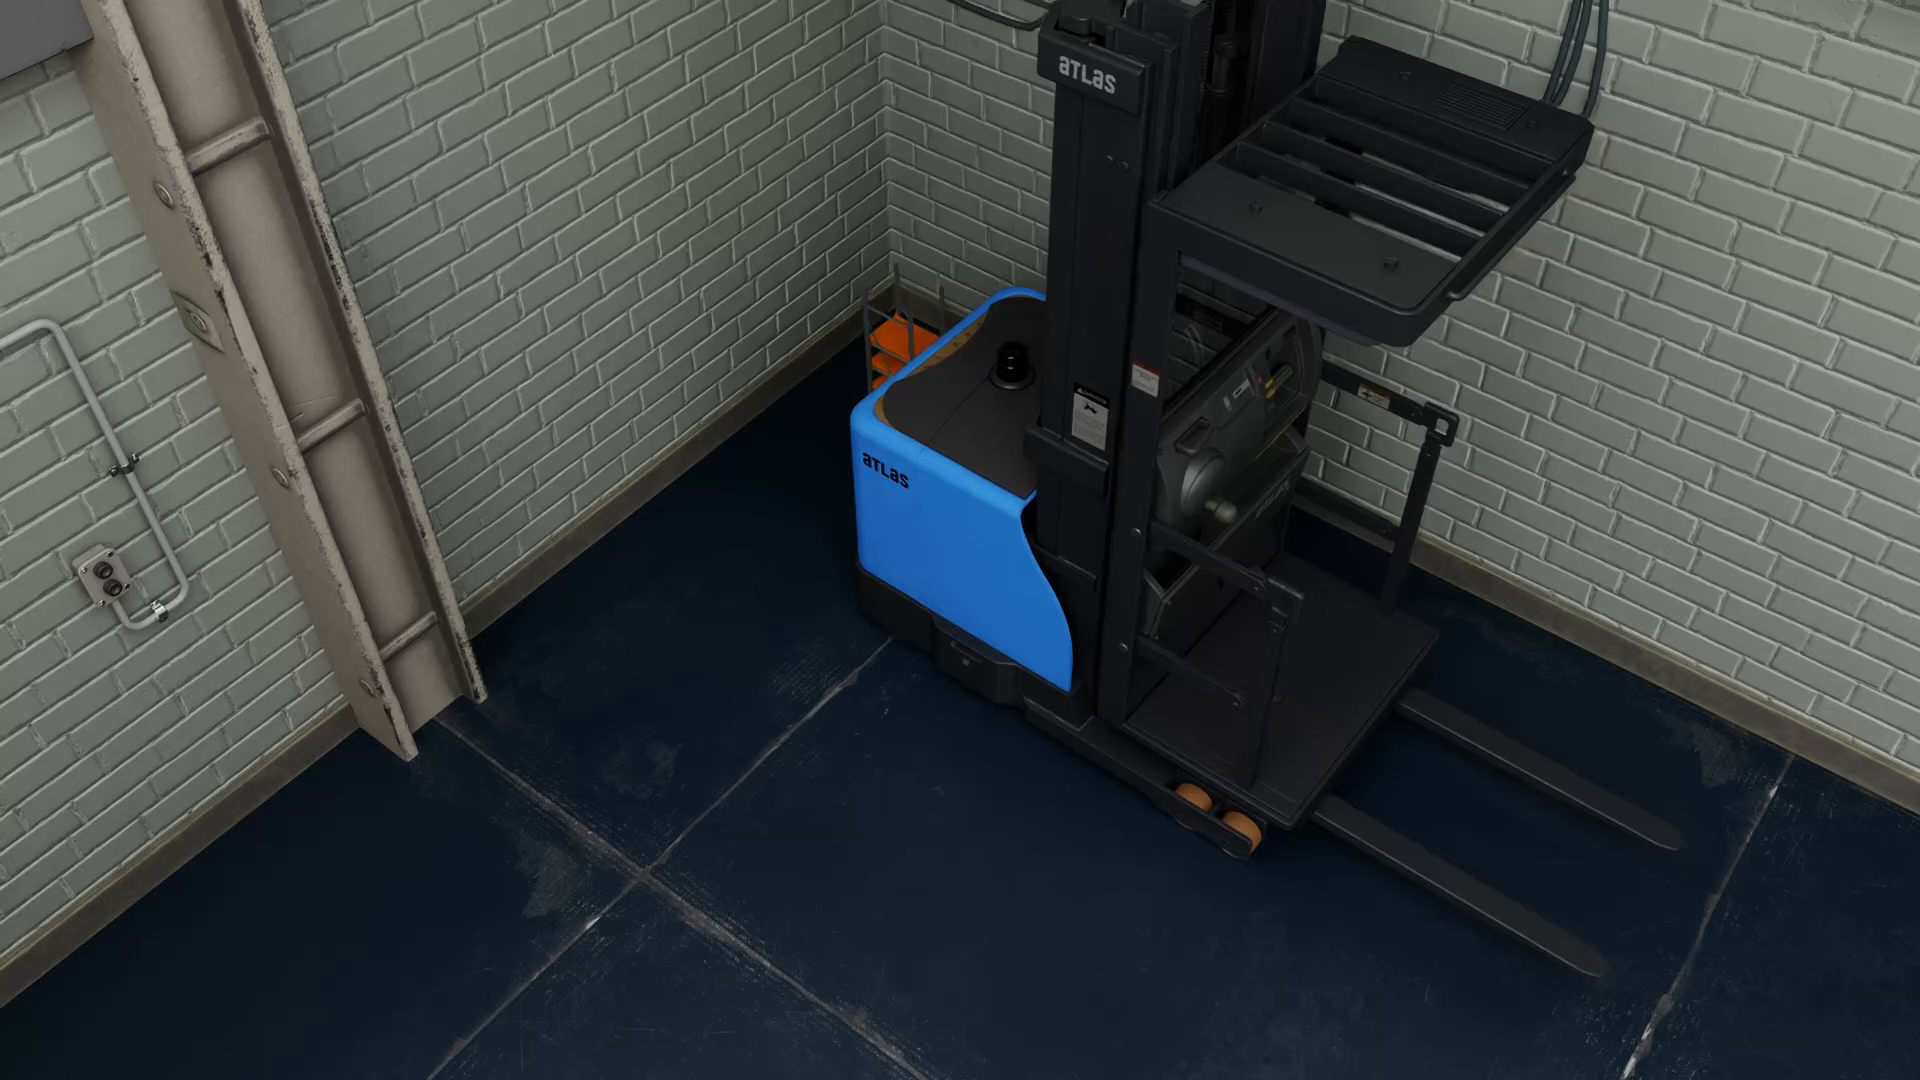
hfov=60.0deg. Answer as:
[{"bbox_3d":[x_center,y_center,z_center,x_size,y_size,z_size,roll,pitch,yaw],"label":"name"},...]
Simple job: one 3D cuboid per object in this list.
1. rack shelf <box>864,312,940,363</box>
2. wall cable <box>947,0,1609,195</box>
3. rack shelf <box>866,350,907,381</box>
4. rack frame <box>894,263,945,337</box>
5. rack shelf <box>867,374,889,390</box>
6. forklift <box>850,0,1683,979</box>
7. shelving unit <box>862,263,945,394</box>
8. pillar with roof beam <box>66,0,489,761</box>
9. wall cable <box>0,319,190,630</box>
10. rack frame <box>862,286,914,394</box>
[{"bbox_3d":[-0.209,-0.739,6.353,0.258,0.103,0.180,30,53,26],"label":"rack shelf"},{"bbox_3d":[0.736,-2.549,5.273,3.097,2.526,0.112,29,53,25],"label":"wall cable"},{"bbox_3d":[-0.208,-0.656,6.439,0.258,0.103,0.180,30,53,26],"label":"rack shelf"},{"bbox_3d":[-0.150,-0.572,6.630,0.240,1.200,0.006,30,53,26],"label":"rack frame"},{"bbox_3d":[-0.207,-0.572,6.526,0.258,0.103,0.180,30,53,26],"label":"rack shelf"},{"bbox_3d":[1.061,-0.336,5.208,3.031,2.935,1.130,30,53,25],"label":"forklift"},{"bbox_3d":[-0.207,-0.520,6.580,0.258,1.200,0.189,30,53,26],"label":"shelving unit"},{"bbox_3d":[1.368,-0.567,1.233,9.100,9.000,0.400,29,53,25],"label":"pillar with roof beam"},{"bbox_3d":[-2.970,0.028,4.111,0.084,1.984,1.851,29,53,25],"label":"wall cable"},{"bbox_3d":[-0.264,-0.468,6.531,0.240,1.200,0.006,30,53,26],"label":"rack frame"}]
